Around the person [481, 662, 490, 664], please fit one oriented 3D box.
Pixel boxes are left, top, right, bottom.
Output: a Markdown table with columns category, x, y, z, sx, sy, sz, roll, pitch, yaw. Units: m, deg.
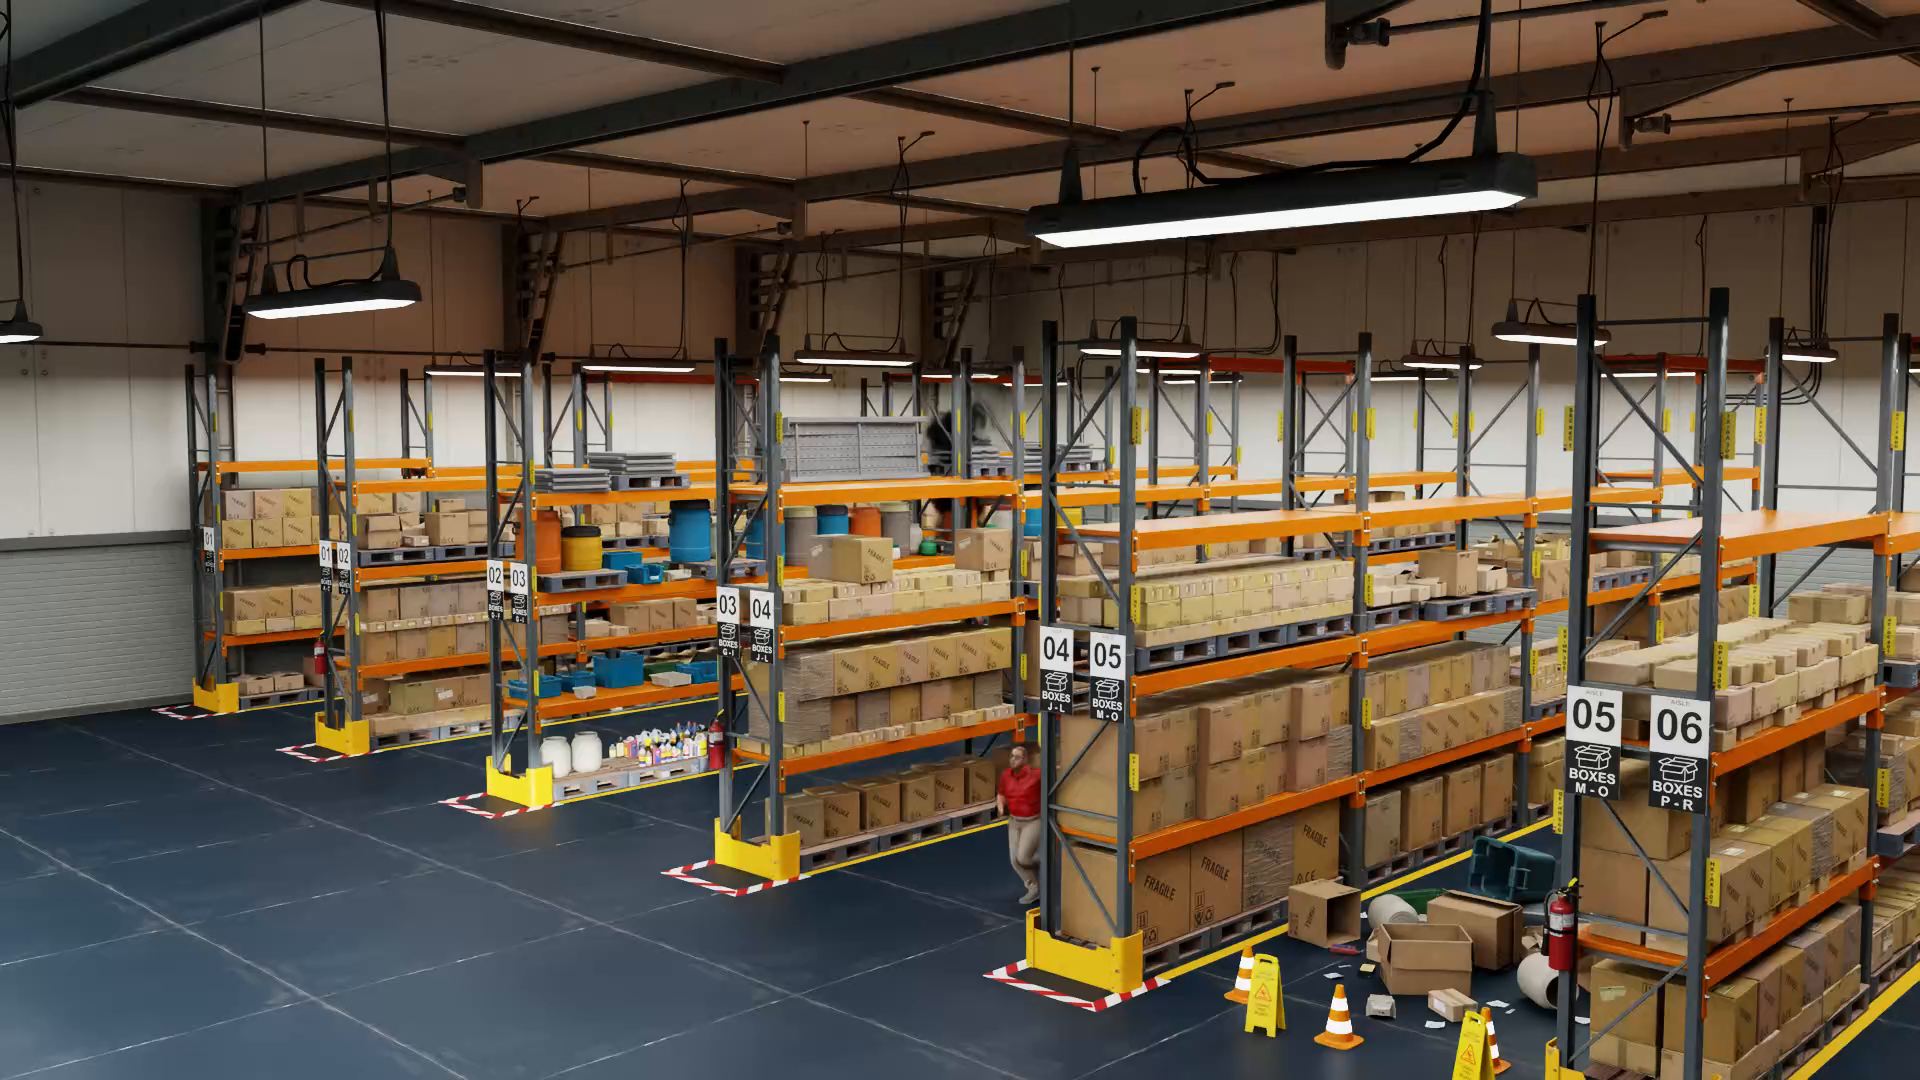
| category | x | y | z | sx | sy | sz | roll | pitch | yaw |
| --- | --- | --- | --- | --- | --- | --- | --- | --- | --- |
| person | -8.416 | 2.113 | 29.627 | 0.569 | 1.548 | 0.680 | 3 | 5 | 36 |

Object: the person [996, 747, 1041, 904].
| category | x | y | z | sx | sy | sz | roll | pitch | yaw |
| --- | --- | --- | --- | --- | --- | --- | --- | --- | --- |
| person | 0.665 | 3.001 | 17.434 | 0.701 | 1.676 | 0.632 | 3 | 5 | 35 |
